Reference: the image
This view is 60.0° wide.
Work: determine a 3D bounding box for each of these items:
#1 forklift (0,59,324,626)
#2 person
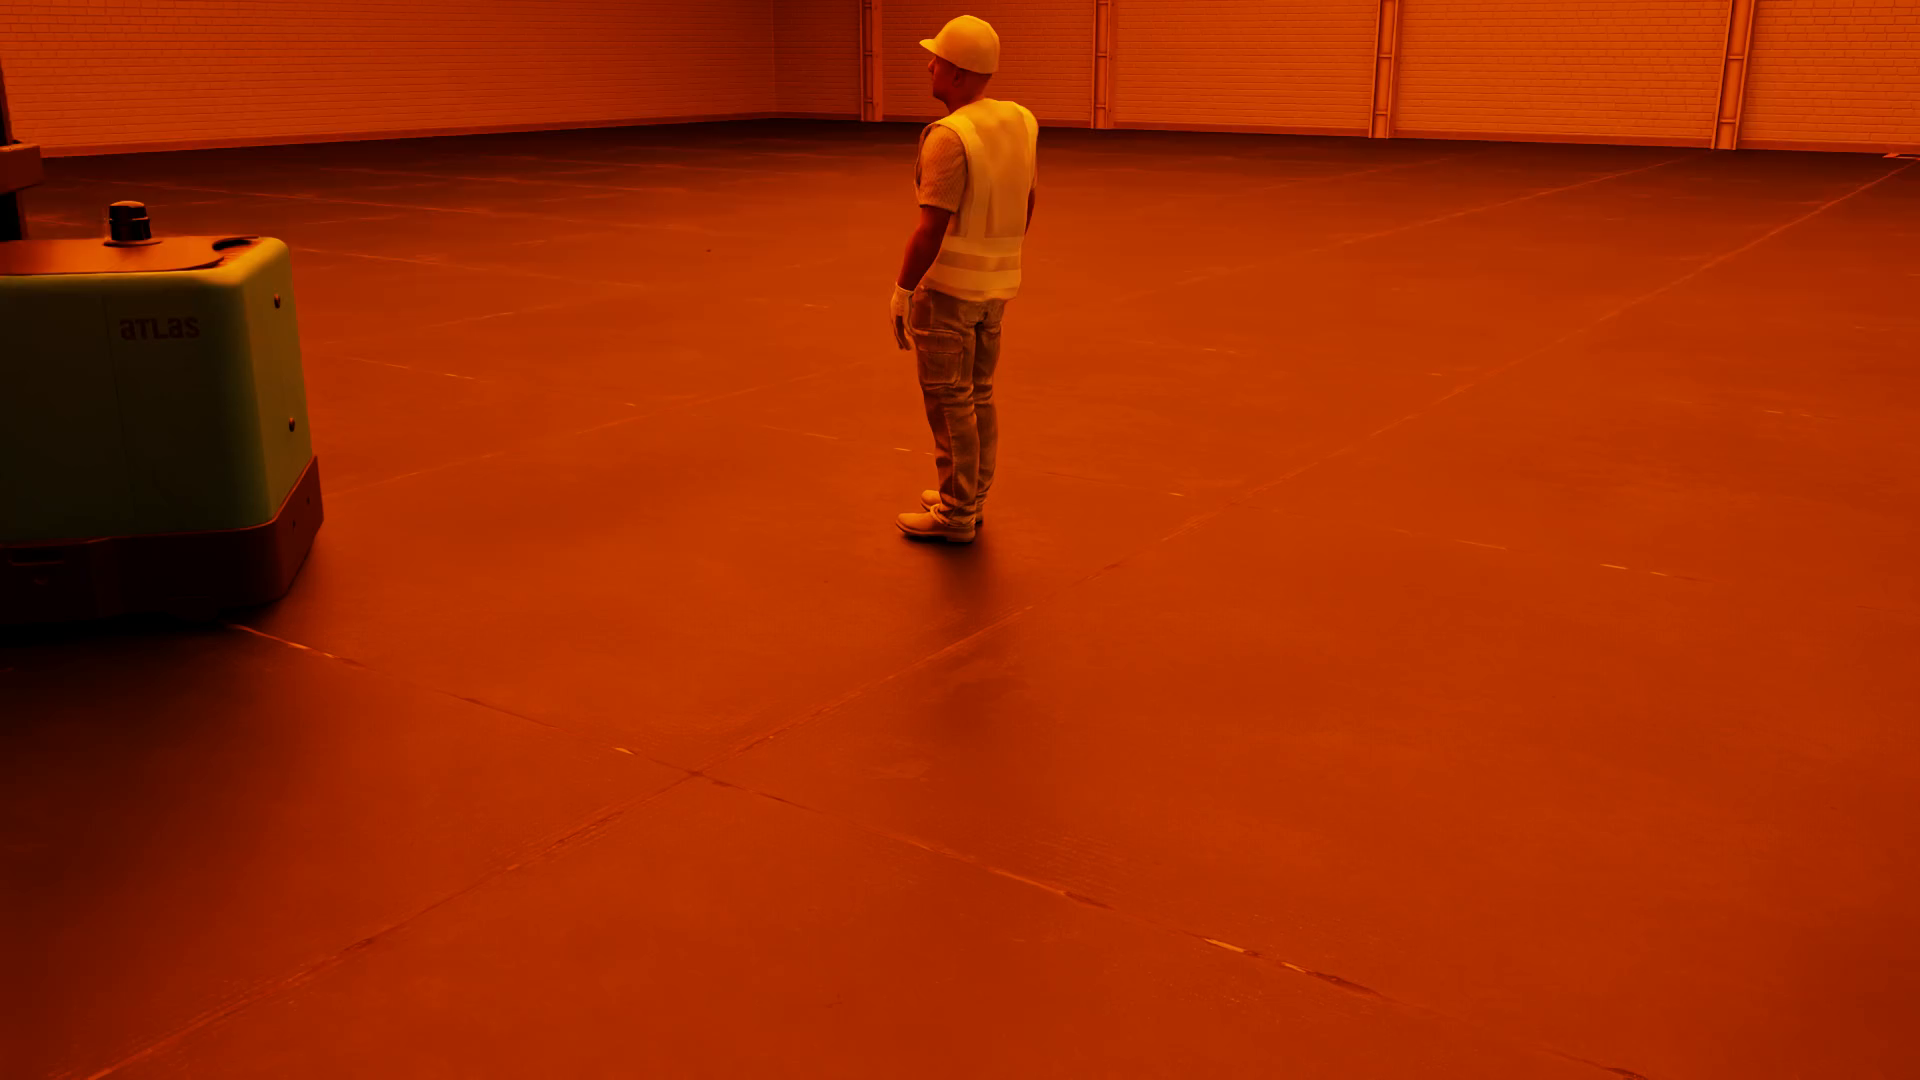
[{"bbox_3d":[-3.658,-1.194,4.826,3.031,2.935,1.130,-4,17,-12],"label":"forklift"},{"bbox_3d":[-0.054,-0.875,5.737,0.577,1.782,0.656,11,20,33],"label":"person"}]
